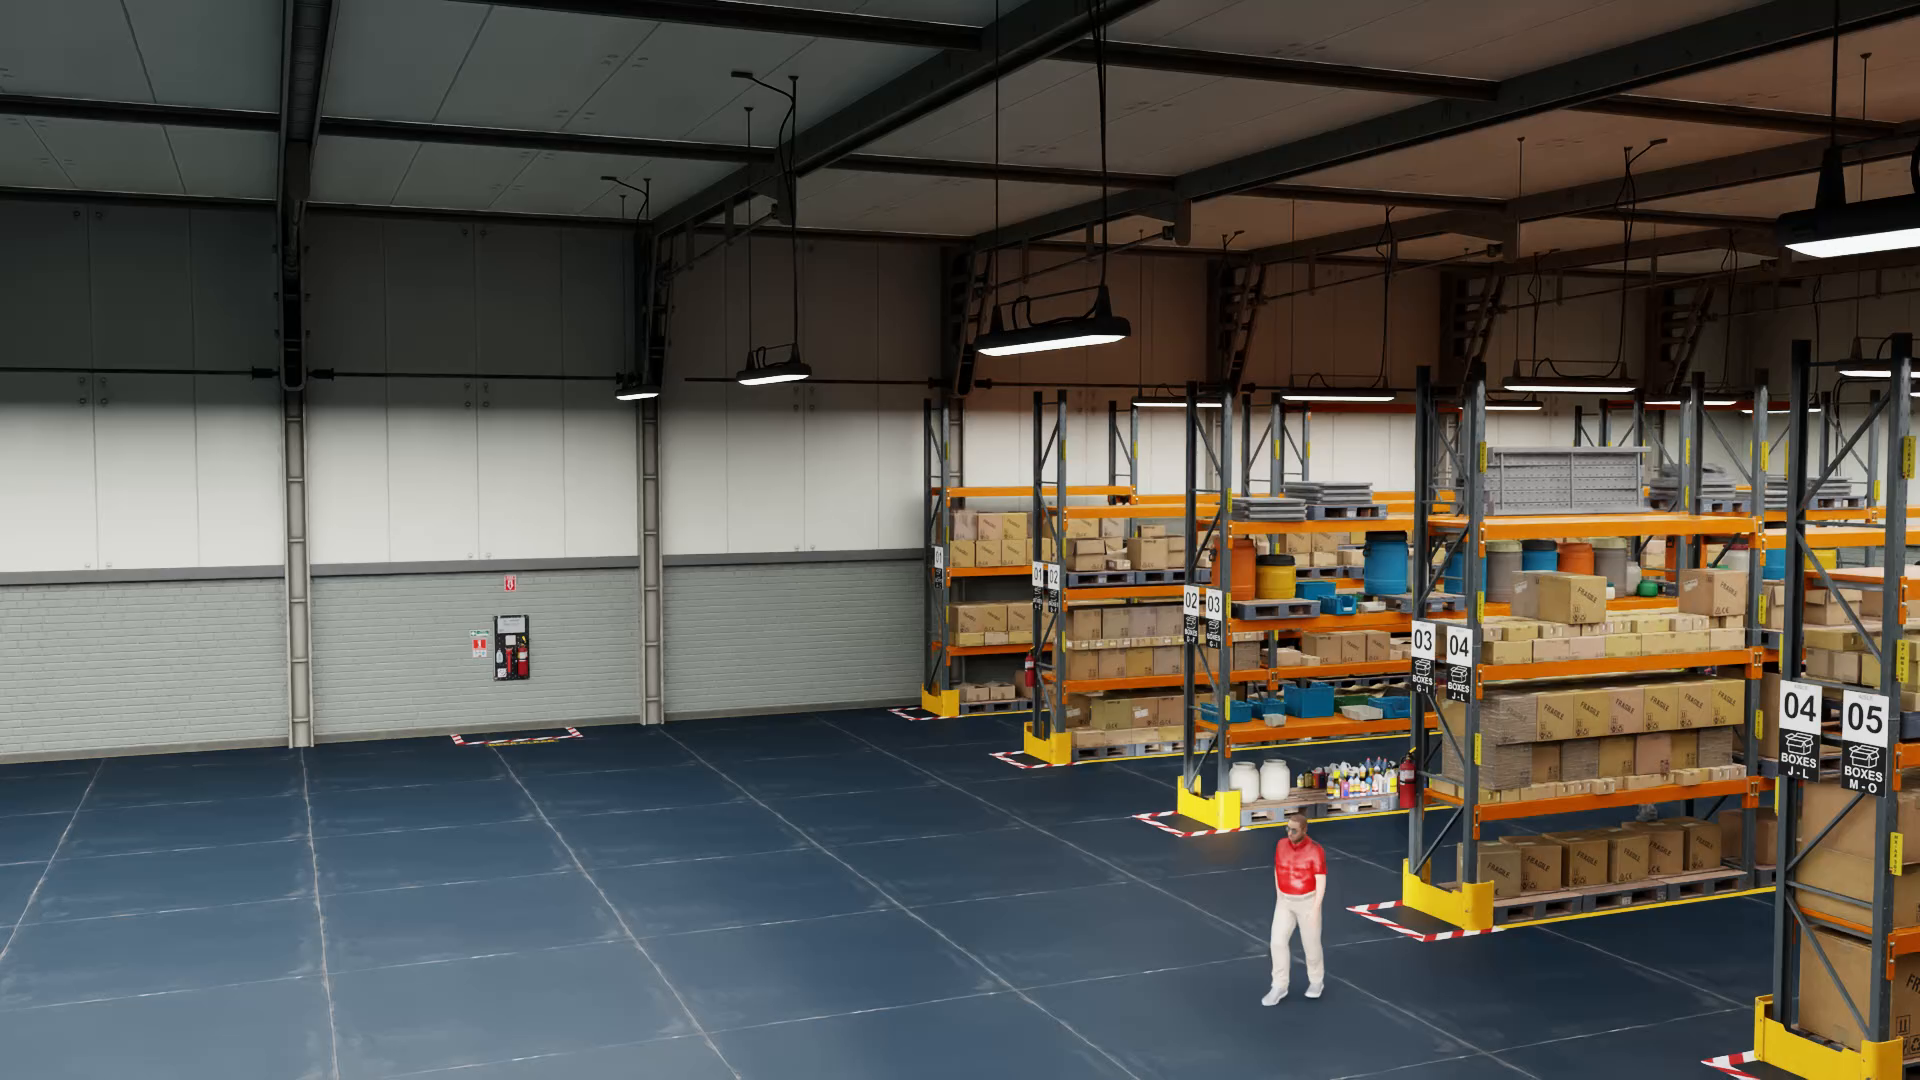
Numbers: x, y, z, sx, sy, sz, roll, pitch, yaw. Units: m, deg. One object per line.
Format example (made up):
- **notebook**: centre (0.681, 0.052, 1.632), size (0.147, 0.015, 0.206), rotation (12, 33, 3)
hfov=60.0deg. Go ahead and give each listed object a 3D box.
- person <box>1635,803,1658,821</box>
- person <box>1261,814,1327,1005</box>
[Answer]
- **person**: centre (9.196, 3.001, 22.593), size (0.687, 1.666, 0.754), rotation (-1, 3, -11)
- **person**: centre (3.127, 3.402, 15.402), size (0.582, 1.745, 0.695), rotation (3, 5, 42)
